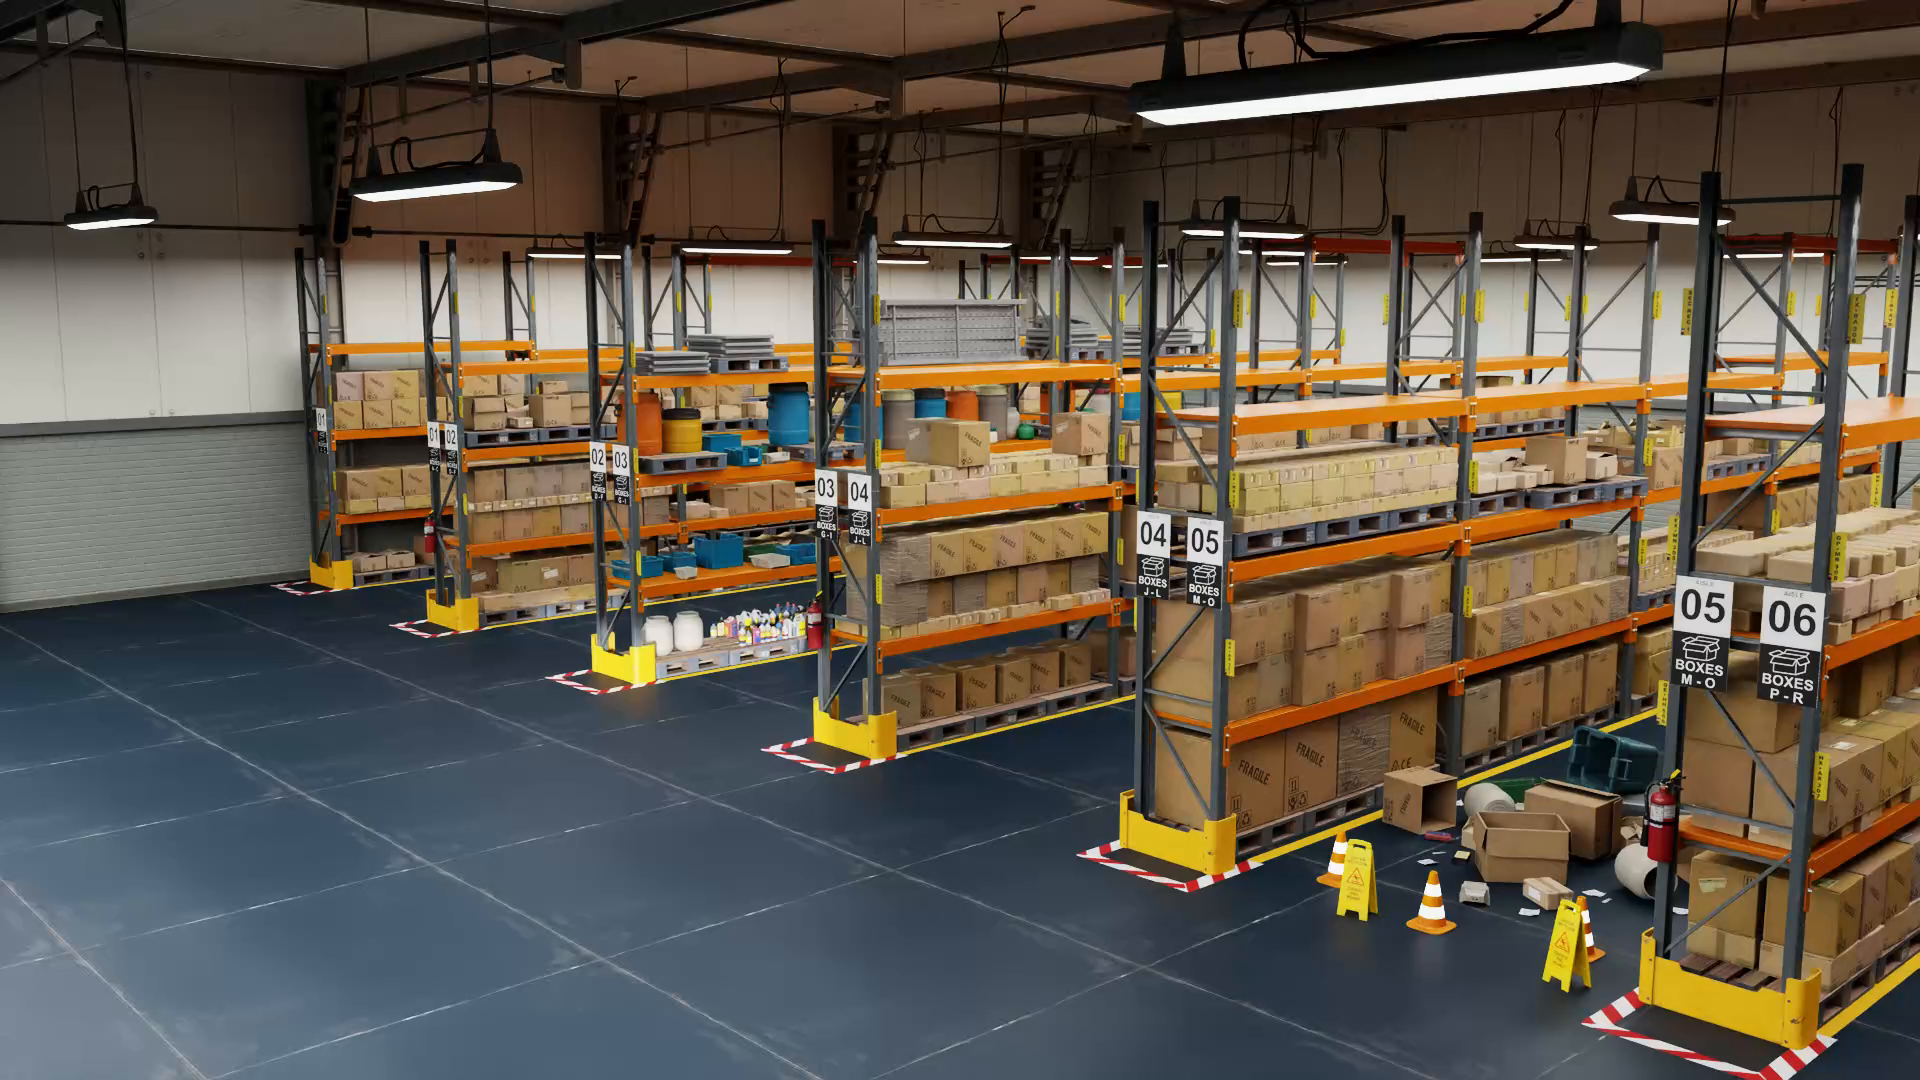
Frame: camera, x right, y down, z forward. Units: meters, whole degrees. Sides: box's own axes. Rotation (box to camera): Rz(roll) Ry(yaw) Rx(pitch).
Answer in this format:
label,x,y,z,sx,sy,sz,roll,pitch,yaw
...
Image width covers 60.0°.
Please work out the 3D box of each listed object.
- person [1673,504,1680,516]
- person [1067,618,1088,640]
label,x,y,z,sx,sy,sz,roll,pitch,yaw
person,12.527,0.134,28.580,0.784,1.723,0.749,-6,10,-35
person,1.658,0.531,23.847,0.486,1.788,0.642,-2,9,-14
